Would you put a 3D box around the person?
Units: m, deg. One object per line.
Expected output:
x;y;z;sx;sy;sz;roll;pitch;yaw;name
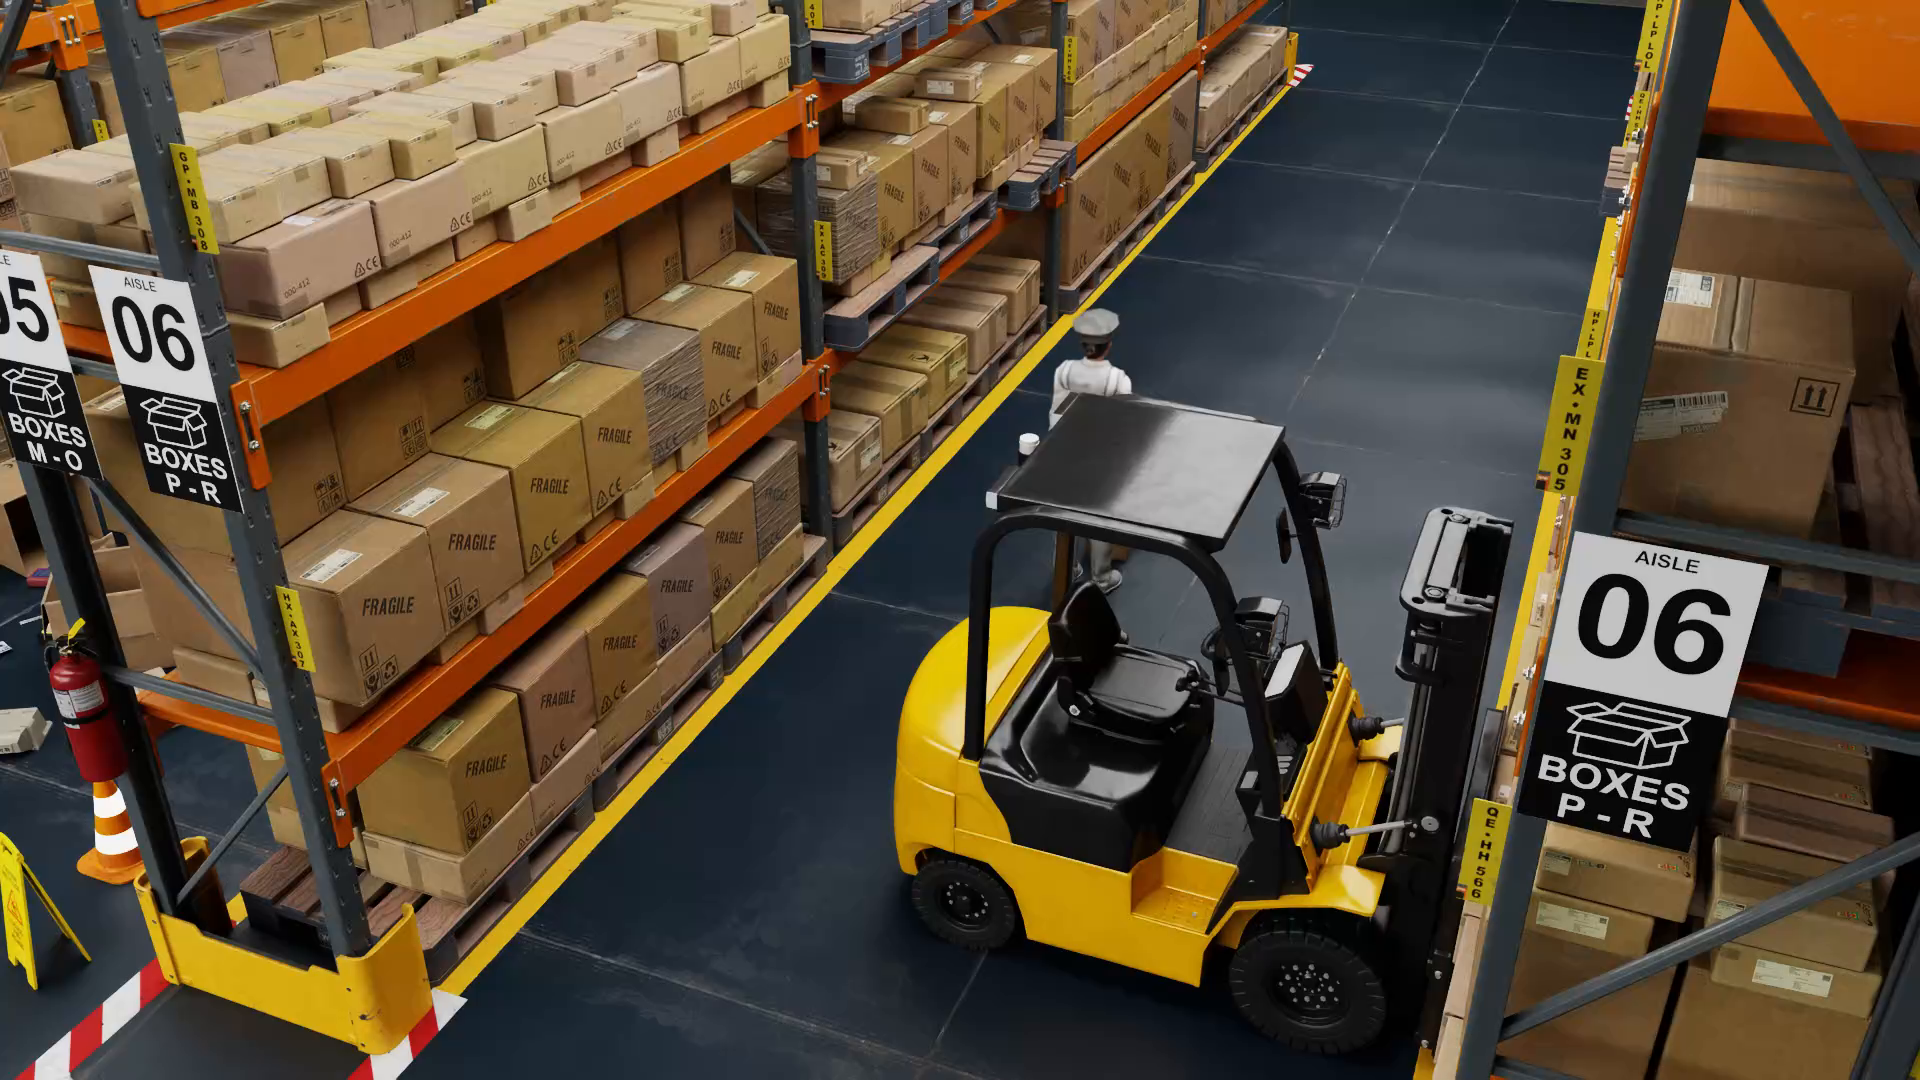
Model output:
0.721;-0.405;9.273;0.529;1.501;0.613;12;32;20;person
